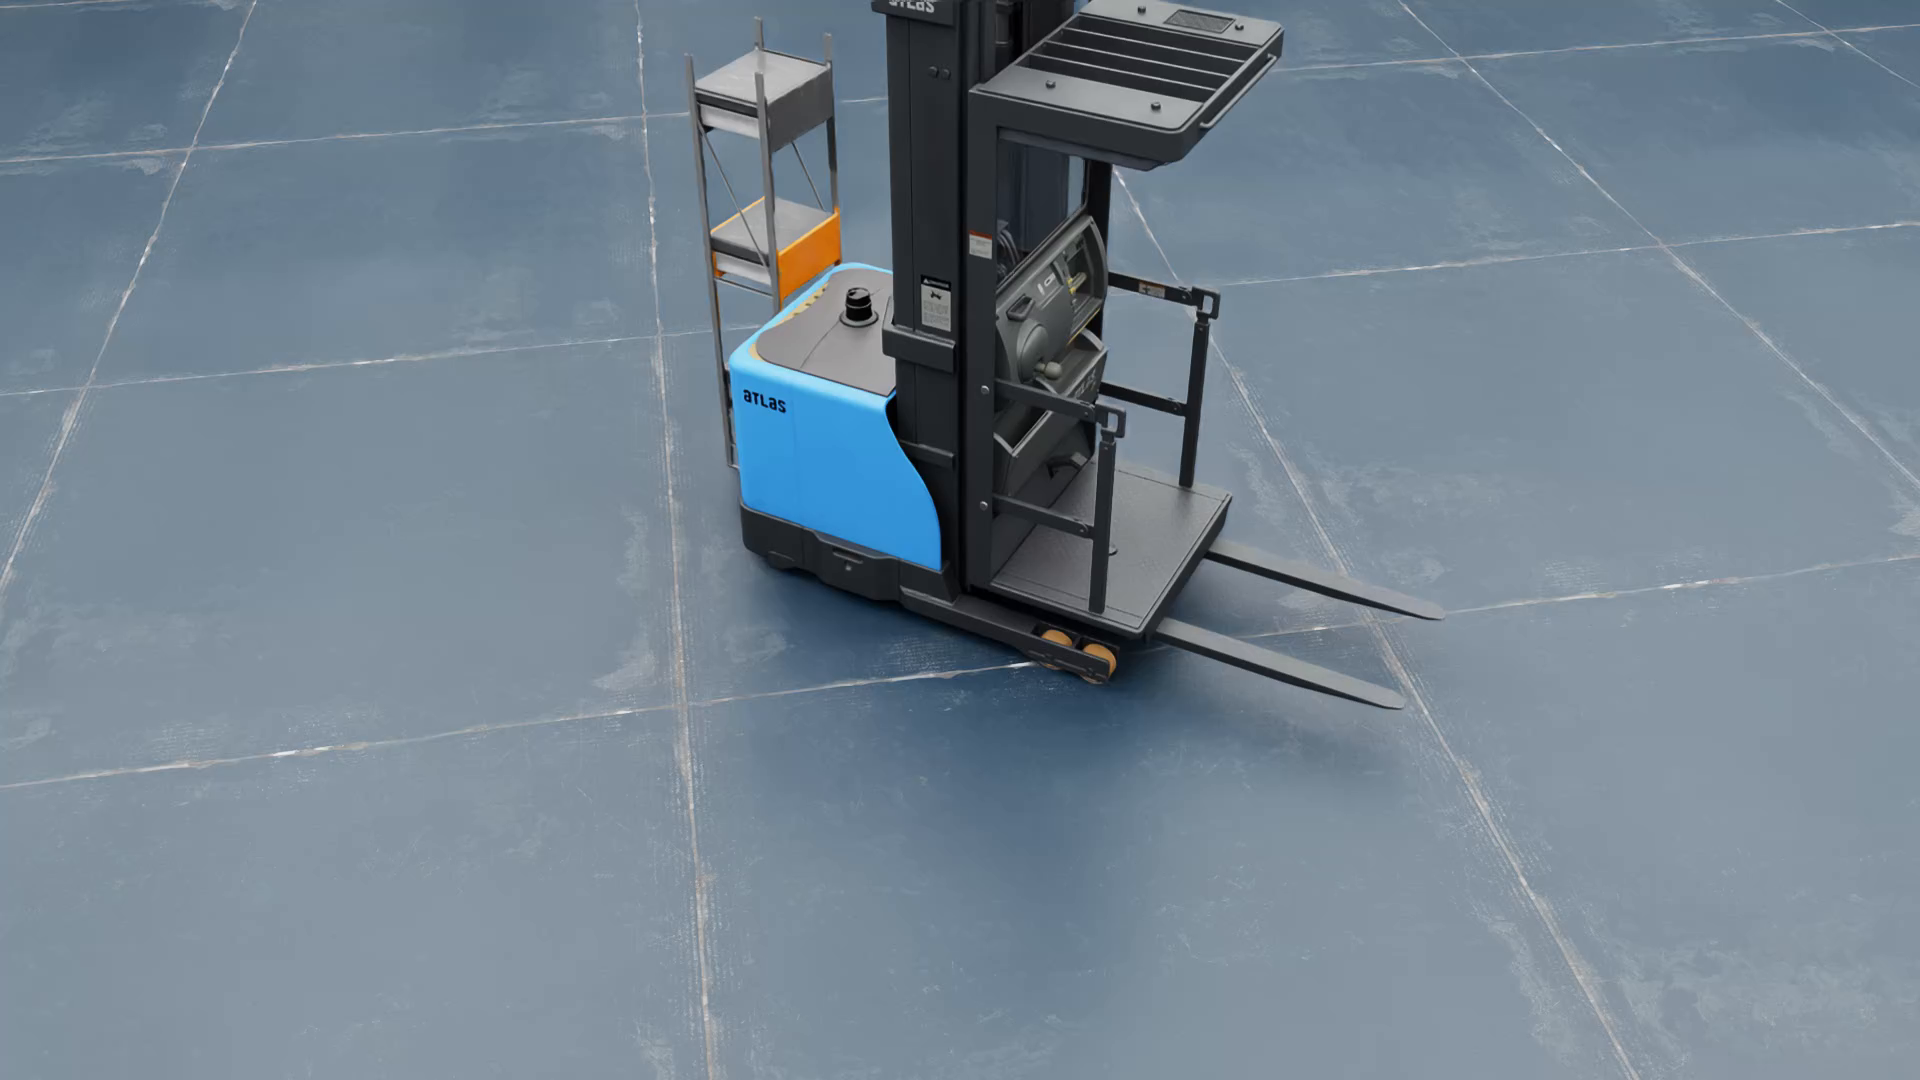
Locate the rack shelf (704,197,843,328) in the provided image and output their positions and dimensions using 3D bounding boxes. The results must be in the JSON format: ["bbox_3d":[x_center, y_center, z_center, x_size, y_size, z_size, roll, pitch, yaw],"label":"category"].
[{"bbox_3d":[-0.851,-1.254,7.675,0.431,0.518,0.480,20,42,24],"label":"rack shelf"}]

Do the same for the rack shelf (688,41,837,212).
[{"bbox_3d":[-0.851,-1.807,7.246,0.431,0.518,0.480,20,42,24],"label":"rack shelf"}]

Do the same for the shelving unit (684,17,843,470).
[{"bbox_3d":[-0.851,-1.265,7.667,0.431,2.100,0.503,20,42,24],"label":"shelving unit"}]

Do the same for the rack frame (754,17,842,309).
[{"bbox_3d":[-0.725,-1.393,7.832,0.400,2.100,0.015,20,42,24],"label":"rack frame"}]

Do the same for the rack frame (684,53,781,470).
[{"bbox_3d":[-0.977,-1.137,7.502,0.400,2.100,0.015,20,42,24],"label":"rack frame"}]

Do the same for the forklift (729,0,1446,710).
[{"bbox_3d":[0.553,-0.928,6.556,3.031,2.935,1.130,18,41,21],"label":"forklift"}]

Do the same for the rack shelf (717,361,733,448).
[{"bbox_3d":[-0.851,-0.701,8.105,0.431,0.518,0.480,20,42,24],"label":"rack shelf"}]
